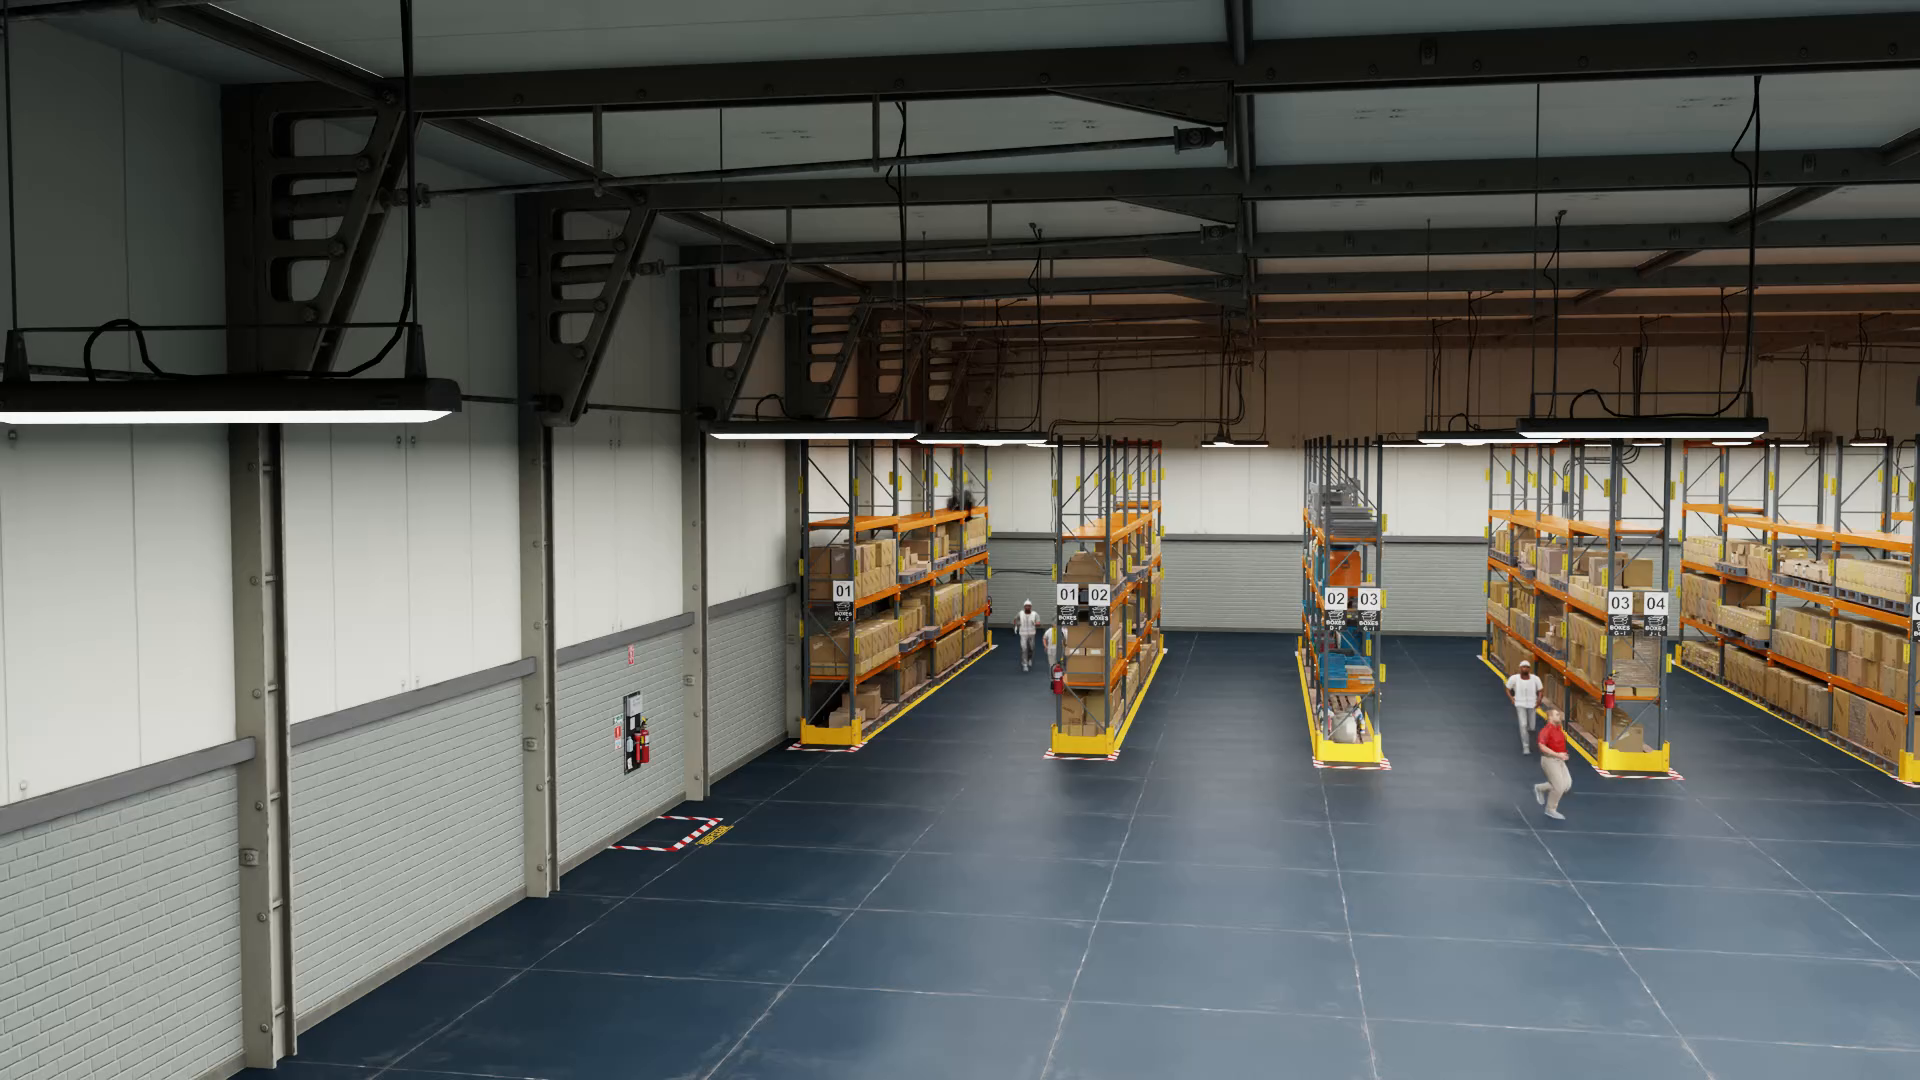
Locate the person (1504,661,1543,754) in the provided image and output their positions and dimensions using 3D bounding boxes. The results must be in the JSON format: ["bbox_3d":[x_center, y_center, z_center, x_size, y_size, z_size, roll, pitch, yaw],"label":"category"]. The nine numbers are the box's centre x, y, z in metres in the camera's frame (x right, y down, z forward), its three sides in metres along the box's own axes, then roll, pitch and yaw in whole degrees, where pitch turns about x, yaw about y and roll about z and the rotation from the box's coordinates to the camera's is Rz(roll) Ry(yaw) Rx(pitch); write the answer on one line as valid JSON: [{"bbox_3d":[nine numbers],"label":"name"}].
[{"bbox_3d":[10.774,3.165,31.703,0.691,1.740,0.871,0,3,5],"label":"person"}]

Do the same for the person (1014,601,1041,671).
[{"bbox_3d":[1.749,2.452,42.976,0.680,1.777,0.988,0,3,-3],"label":"person"}]

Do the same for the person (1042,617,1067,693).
[{"bbox_3d":[2.296,2.685,39.490,0.684,1.735,0.828,0,3,3],"label":"person"}]

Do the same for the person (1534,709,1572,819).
[{"bbox_3d":[9.258,3.483,26.005,0.627,1.692,0.697,3,4,41],"label":"person"}]
